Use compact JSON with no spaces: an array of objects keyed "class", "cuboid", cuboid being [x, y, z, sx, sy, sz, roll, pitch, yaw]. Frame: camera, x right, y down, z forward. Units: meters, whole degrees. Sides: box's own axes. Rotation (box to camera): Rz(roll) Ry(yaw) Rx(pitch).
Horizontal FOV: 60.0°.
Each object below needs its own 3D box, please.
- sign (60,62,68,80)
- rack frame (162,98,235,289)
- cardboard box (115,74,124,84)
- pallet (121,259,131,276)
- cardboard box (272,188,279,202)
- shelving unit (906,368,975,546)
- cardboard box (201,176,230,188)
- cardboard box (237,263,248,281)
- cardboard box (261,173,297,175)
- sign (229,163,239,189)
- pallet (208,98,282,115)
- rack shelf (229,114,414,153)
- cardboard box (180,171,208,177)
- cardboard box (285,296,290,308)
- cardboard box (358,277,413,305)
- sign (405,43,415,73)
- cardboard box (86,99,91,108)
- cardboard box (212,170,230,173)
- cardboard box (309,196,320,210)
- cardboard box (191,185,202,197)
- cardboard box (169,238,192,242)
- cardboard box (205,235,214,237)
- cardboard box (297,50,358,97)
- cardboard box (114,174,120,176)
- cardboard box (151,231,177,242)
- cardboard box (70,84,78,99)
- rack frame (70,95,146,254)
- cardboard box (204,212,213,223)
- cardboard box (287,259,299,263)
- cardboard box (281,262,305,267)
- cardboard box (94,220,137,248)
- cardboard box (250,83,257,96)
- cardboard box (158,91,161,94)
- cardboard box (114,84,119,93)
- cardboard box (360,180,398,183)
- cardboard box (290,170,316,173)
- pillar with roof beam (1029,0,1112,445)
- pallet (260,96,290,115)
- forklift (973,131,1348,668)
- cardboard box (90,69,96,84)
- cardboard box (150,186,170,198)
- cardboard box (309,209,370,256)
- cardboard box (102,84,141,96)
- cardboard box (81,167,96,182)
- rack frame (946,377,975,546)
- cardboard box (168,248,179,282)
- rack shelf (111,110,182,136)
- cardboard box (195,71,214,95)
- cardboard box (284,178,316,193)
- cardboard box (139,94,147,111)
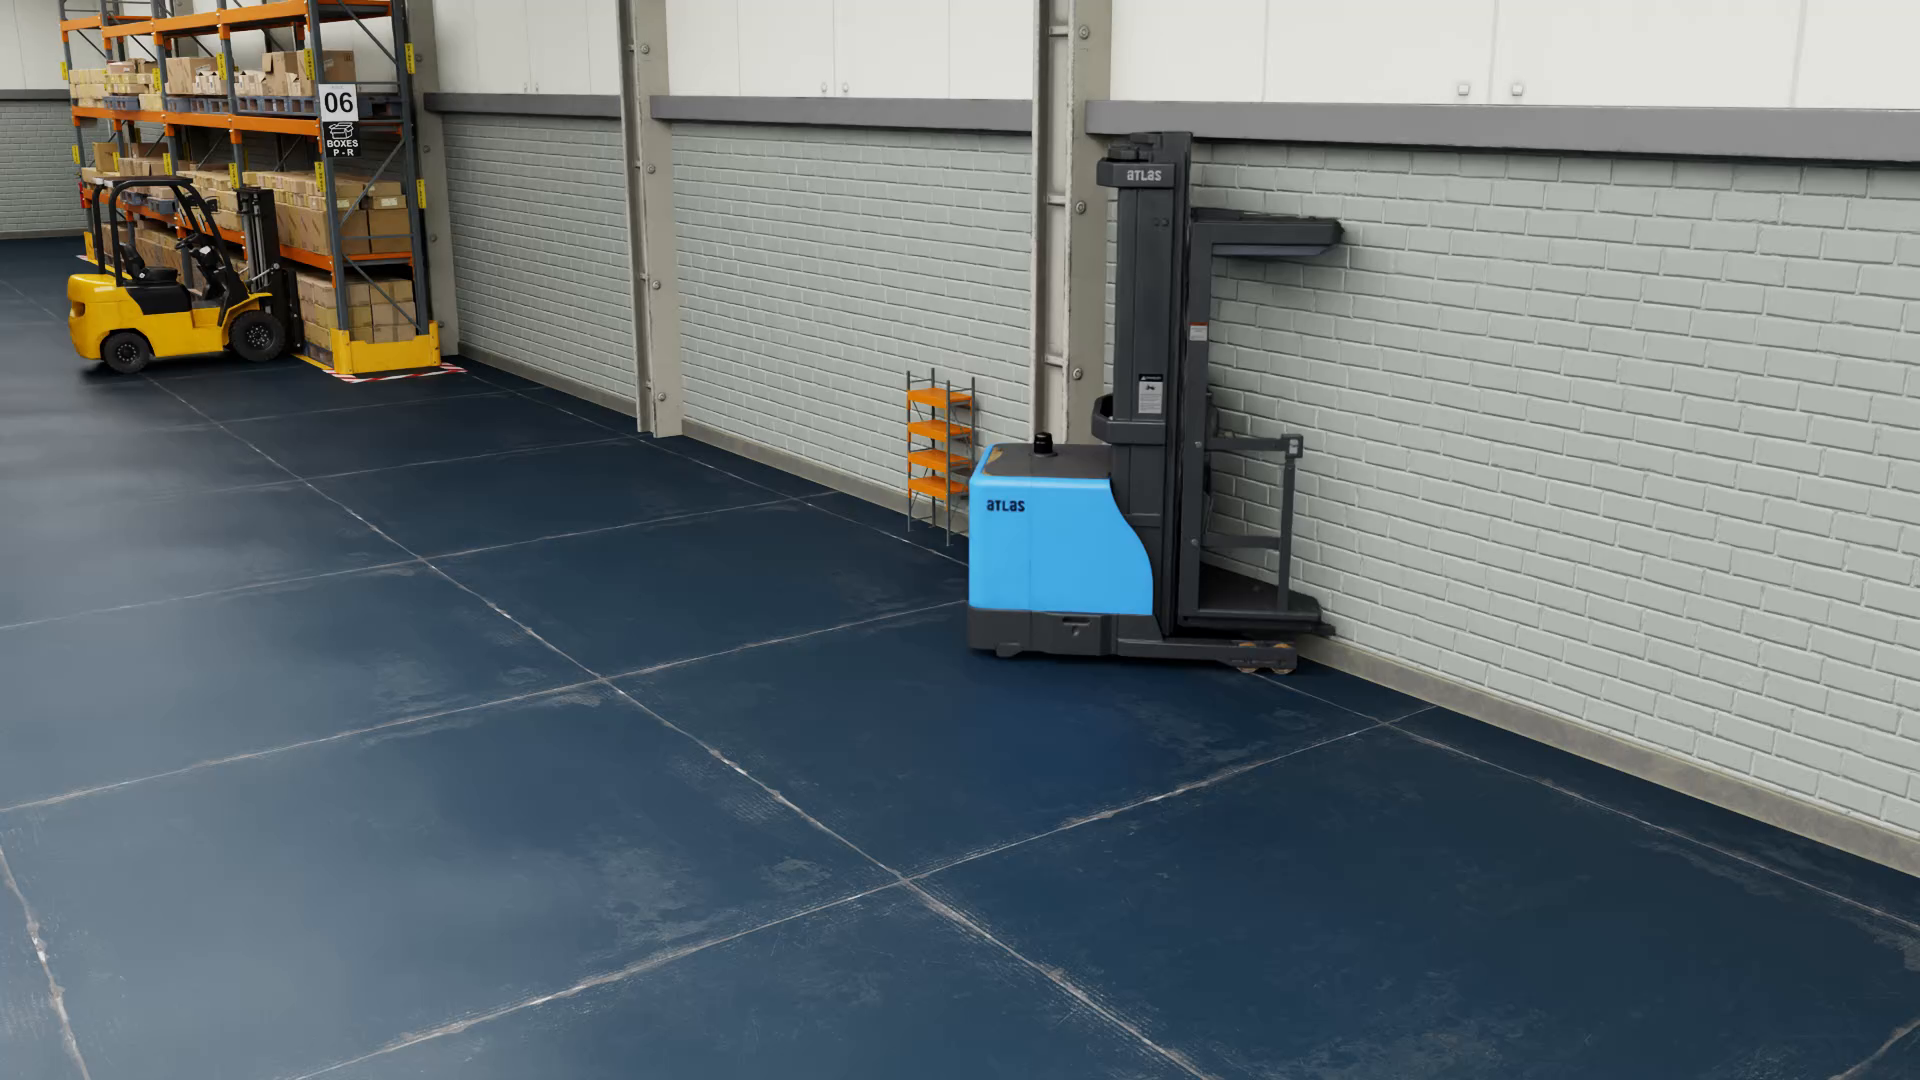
[{"class":"sign","cuboid":[-16.533,-8.662,30.704,0.100,0.325,0.005,-11,19,-35]},{"class":"rack frame","cuboid":[-11.391,-5.169,25.281,1.000,3.000,0.127,-11,19,-35]},{"class":"cardboard box","cuboid":[-13.420,-7.454,26.874,0.380,0.149,0.250,-11,19,-35]},{"class":"pallet","cuboid":[-14.145,-4.825,29.307,1.003,0.211,1.213,-11,19,-35]},{"class":"cardboard box","cuboid":[-8.335,-4.290,20.649,0.380,0.149,0.250,-12,19,-36]},{"class":"shelving unit","cuboid":[-0.139,-0.606,12.016,0.258,1.200,0.503,-11,19,-35]},{"class":"cardboard box","cuboid":[-10.413,-5.028,23.345,0.380,0.149,0.250,-11,19,-36]},{"class":"cardboard box","cuboid":[-9.354,-3.482,22.819,0.875,0.625,0.625,-10,18,-32]},{"class":"cardboard box","cuboid":[-8.707,-4.611,21.259,0.380,0.149,0.250,-11,19,-36]},{"class":"sign","cuboid":[-9.472,-4.749,21.703,0.100,0.325,0.005,-11,19,-35]},{"class":"pallet","cuboid":[-9.568,-5.856,22.471,0.805,0.209,1.217,-12,19,-37]},{"class":"rack shelf","cuboid":[-7.863,-4.988,20.299,1.077,0.370,4.000,-11,19,-35]},{"class":"cardboard box","cuboid":[-11.283,-5.360,24.559,0.380,0.149,0.250,-10,18,-33]},{"class":"cardboard box","cuboid":[-8.124,-2.957,20.665,0.500,0.250,0.500,-11,19,-35]},{"class":"cardboard box","cuboid":[-6.816,-2.952,19.698,0.500,0.250,0.500,-11,19,-35]},{"class":"sign","cuboid":[-6.234,-5.453,18.828,0.100,0.325,0.005,-11,19,-35]},{"class":"cardboard box","cuboid":[-15.272,-7.757,29.528,0.380,0.149,0.250,-11,19,-34]},{"class":"cardboard box","cuboid":[-11.036,-5.492,25.043,0.380,0.149,0.250,-10,18,-33]},{"class":"cardboard box","cuboid":[-7.292,-3.903,19.235,0.380,0.149,0.250,-11,18,-34]},{"class":"cardboard box","cuboid":[-10.741,-4.984,23.941,0.500,0.250,0.500,-11,19,-36]},{"class":"cardboard box","cuboid":[-12.191,-4.662,26.138,0.380,0.149,0.250,-12,19,-36]},{"class":"cardboard box","cuboid":[-11.875,-4.813,26.690,0.380,0.149,0.250,-12,19,-37]},{"class":"cardboard box","cuboid":[-7.144,-5.264,18.769,0.500,0.500,0.500,-10,18,-33]},{"class":"cardboard box","cuboid":[-14.239,-6.166,28.642,0.500,0.250,0.500,-10,18,-33]},{"class":"cardboard box","cuboid":[-13.072,-5.000,27.372,0.380,0.149,0.250,-11,19,-35]},{"class":"cardboard box","cuboid":[-16.055,-8.258,30.606,0.500,0.250,0.500,-11,19,-35]},{"class":"rack frame","cuboid":[-16.094,-6.878,31.523,1.000,3.000,0.127,-11,19,-35]},{"class":"cardboard box","cuboid":[-10.424,-4.636,23.618,0.500,0.250,0.500,-10,18,-33]},{"class":"cardboard box","cuboid":[-8.593,-3.599,22.062,0.500,0.250,0.500,-10,18,-33]},{"class":"cardboard box","cuboid":[-8.716,-3.411,21.376,0.500,0.250,0.500,-11,19,-34]},{"class":"cardboard box","cuboid":[-15.811,-5.731,31.266,0.797,0.503,0.637,-12,19,-37]},{"class":"cardboard box","cuboid":[-8.569,-5.585,20.607,0.380,0.149,0.250,-10,18,-33]},{"class":"cardboard box","cuboid":[-11.930,-6.833,25.206,0.380,0.149,0.250,-11,19,-36]},{"class":"cardboard box","cuboid":[-13.457,-7.308,26.902,0.380,0.149,0.250,-11,19,-34]},{"class":"cardboard box","cuboid":[-6.817,-4.137,19.528,0.380,0.149,0.250,-10,18,-33]},{"class":"cardboard box","cuboid":[-8.607,-4.799,21.945,0.380,0.149,0.250,-11,19,-34]},{"class":"pillar with roof beam","cuboid":[-2.794,-3.413,7.499,9.100,9.000,0.400,-11,19,-35]},{"class":"pallet","cuboid":[-7.803,-5.281,20.174,1.003,0.211,1.213,-11,19,-35]},{"class":"forklift","cuboid":[1.597,-0.828,9.550,3.031,2.935,1.130,0,15,1]},{"class":"cardboard box","cuboid":[-14.831,-8.070,28.969,0.500,0.250,0.500,-10,18,-34]},{"class":"cardboard box","cuboid":[-12.273,-5.475,25.885,0.500,0.250,0.500,-12,19,-37]},{"class":"cardboard box","cuboid":[-7.189,-3.574,19.262,0.500,0.500,0.500,-11,19,-36]},{"class":"cardboard box","cuboid":[-14.229,-7.606,28.221,0.500,0.250,0.500,-11,19,-34]},{"class":"cardboard box","cuboid":[-16.045,-6.810,30.997,0.500,0.250,0.500,-11,19,-34]},{"class":"rack frame","cuboid":[0.006,-0.554,11.827,0.240,1.200,0.015,-11,19,-35]},{"class":"cardboard box","cuboid":[-12.099,-4.332,26.160,0.500,0.500,0.500,-11,19,-35]},{"class":"rack shelf","cuboid":[-12.566,-6.696,26.541,1.077,0.370,4.000,-11,19,-35]},{"class":"cardboard box","cuboid":[-10.113,-6.250,22.733,0.500,0.311,0.500,-12,19,-36]},{"class":"cardboard box","cuboid":[-7.899,-4.266,20.001,0.380,0.149,0.250,-10,18,-33]},{"class":"cardboard box","cuboid":[-12.479,-6.830,25.950,0.500,0.250,0.500,-11,19,-35]}]
